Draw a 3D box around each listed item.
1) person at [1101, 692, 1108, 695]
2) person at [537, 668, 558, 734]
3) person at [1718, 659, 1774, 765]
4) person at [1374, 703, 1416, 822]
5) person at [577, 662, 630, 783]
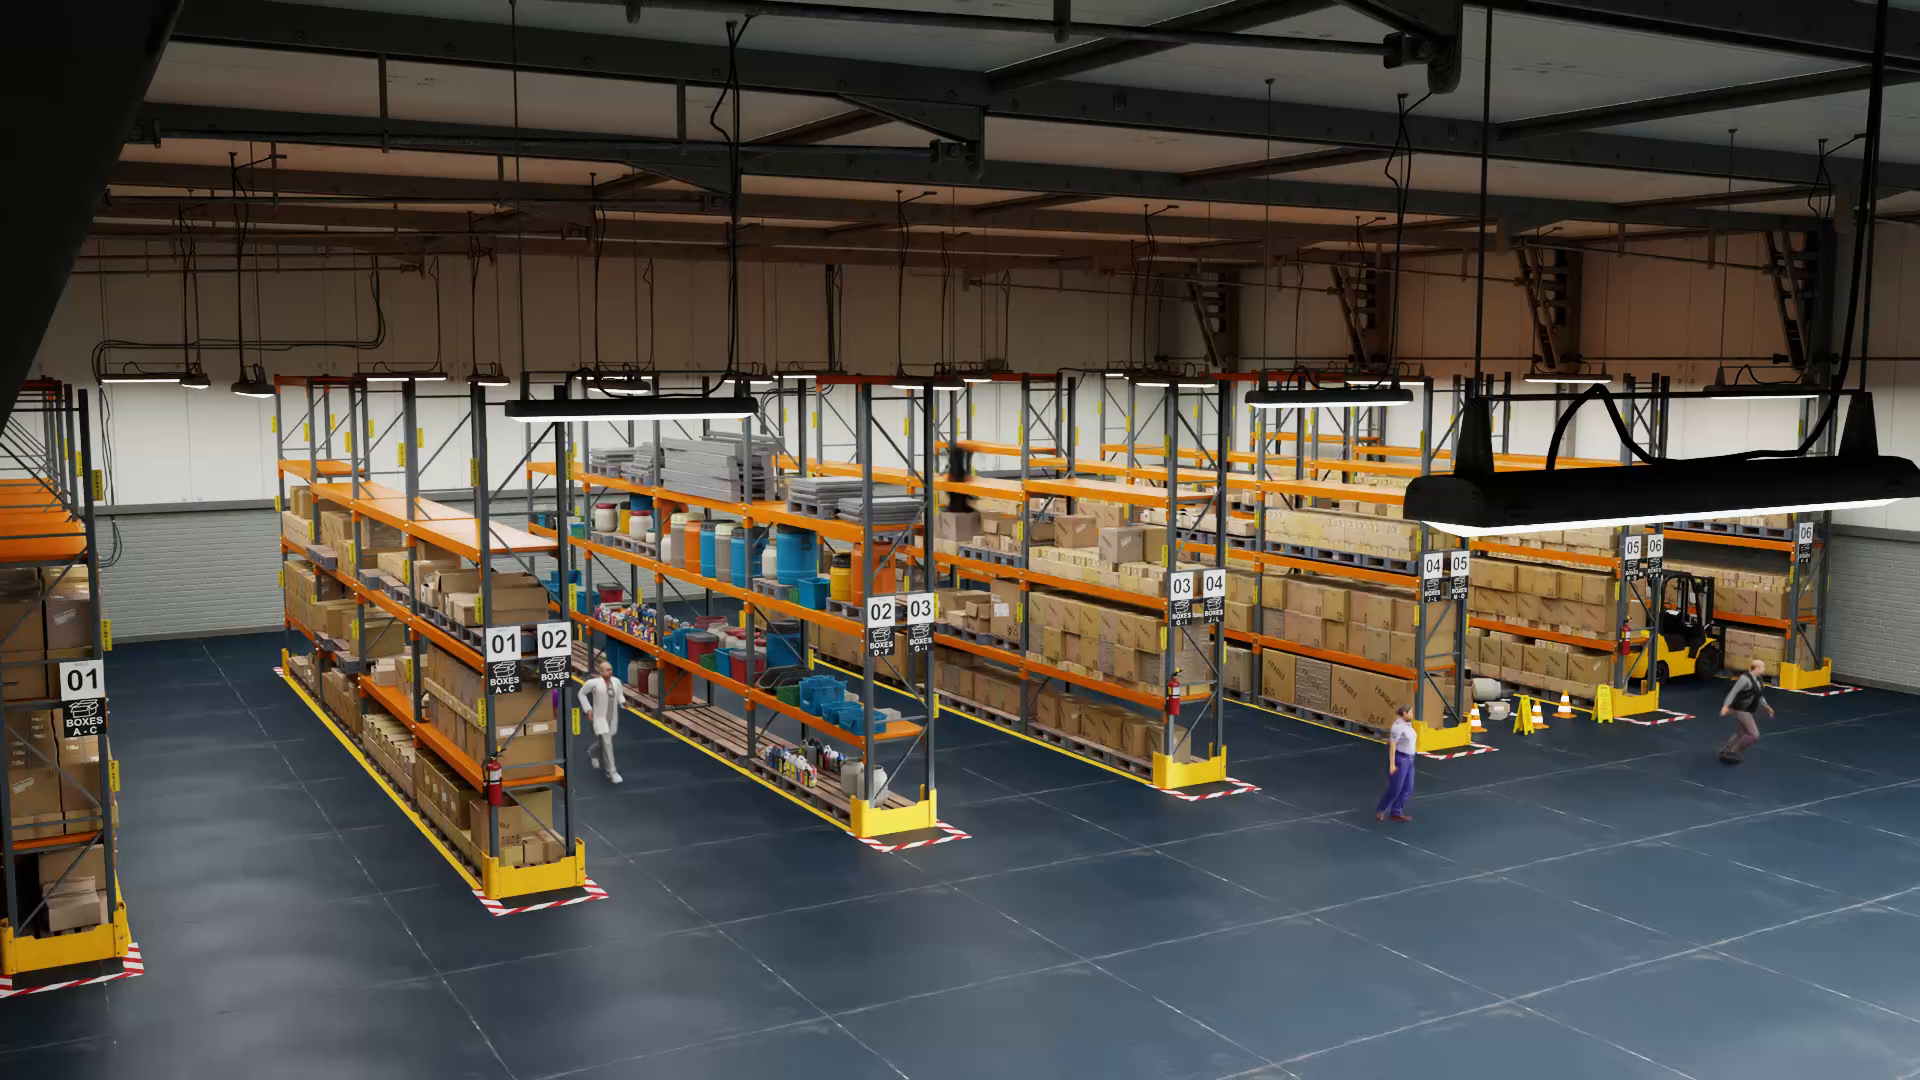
[{"bbox_3d":[2.754,2.086,31.499,0.495,1.684,0.789,-5,8,-39],"label":"person"},{"bbox_3d":[-6.397,2.721,25.221,0.779,1.729,0.496,3,7,28],"label":"person"},{"bbox_3d":[12.216,2.635,25.842,0.720,1.598,0.639,5,8,39],"label":"person"},{"bbox_3d":[5.948,3.042,22.713,0.492,1.631,0.612,4,8,35],"label":"person"},{"bbox_3d":[-5.410,2.707,25.111,0.674,1.780,1.052,-6,9,-44],"label":"person"}]
